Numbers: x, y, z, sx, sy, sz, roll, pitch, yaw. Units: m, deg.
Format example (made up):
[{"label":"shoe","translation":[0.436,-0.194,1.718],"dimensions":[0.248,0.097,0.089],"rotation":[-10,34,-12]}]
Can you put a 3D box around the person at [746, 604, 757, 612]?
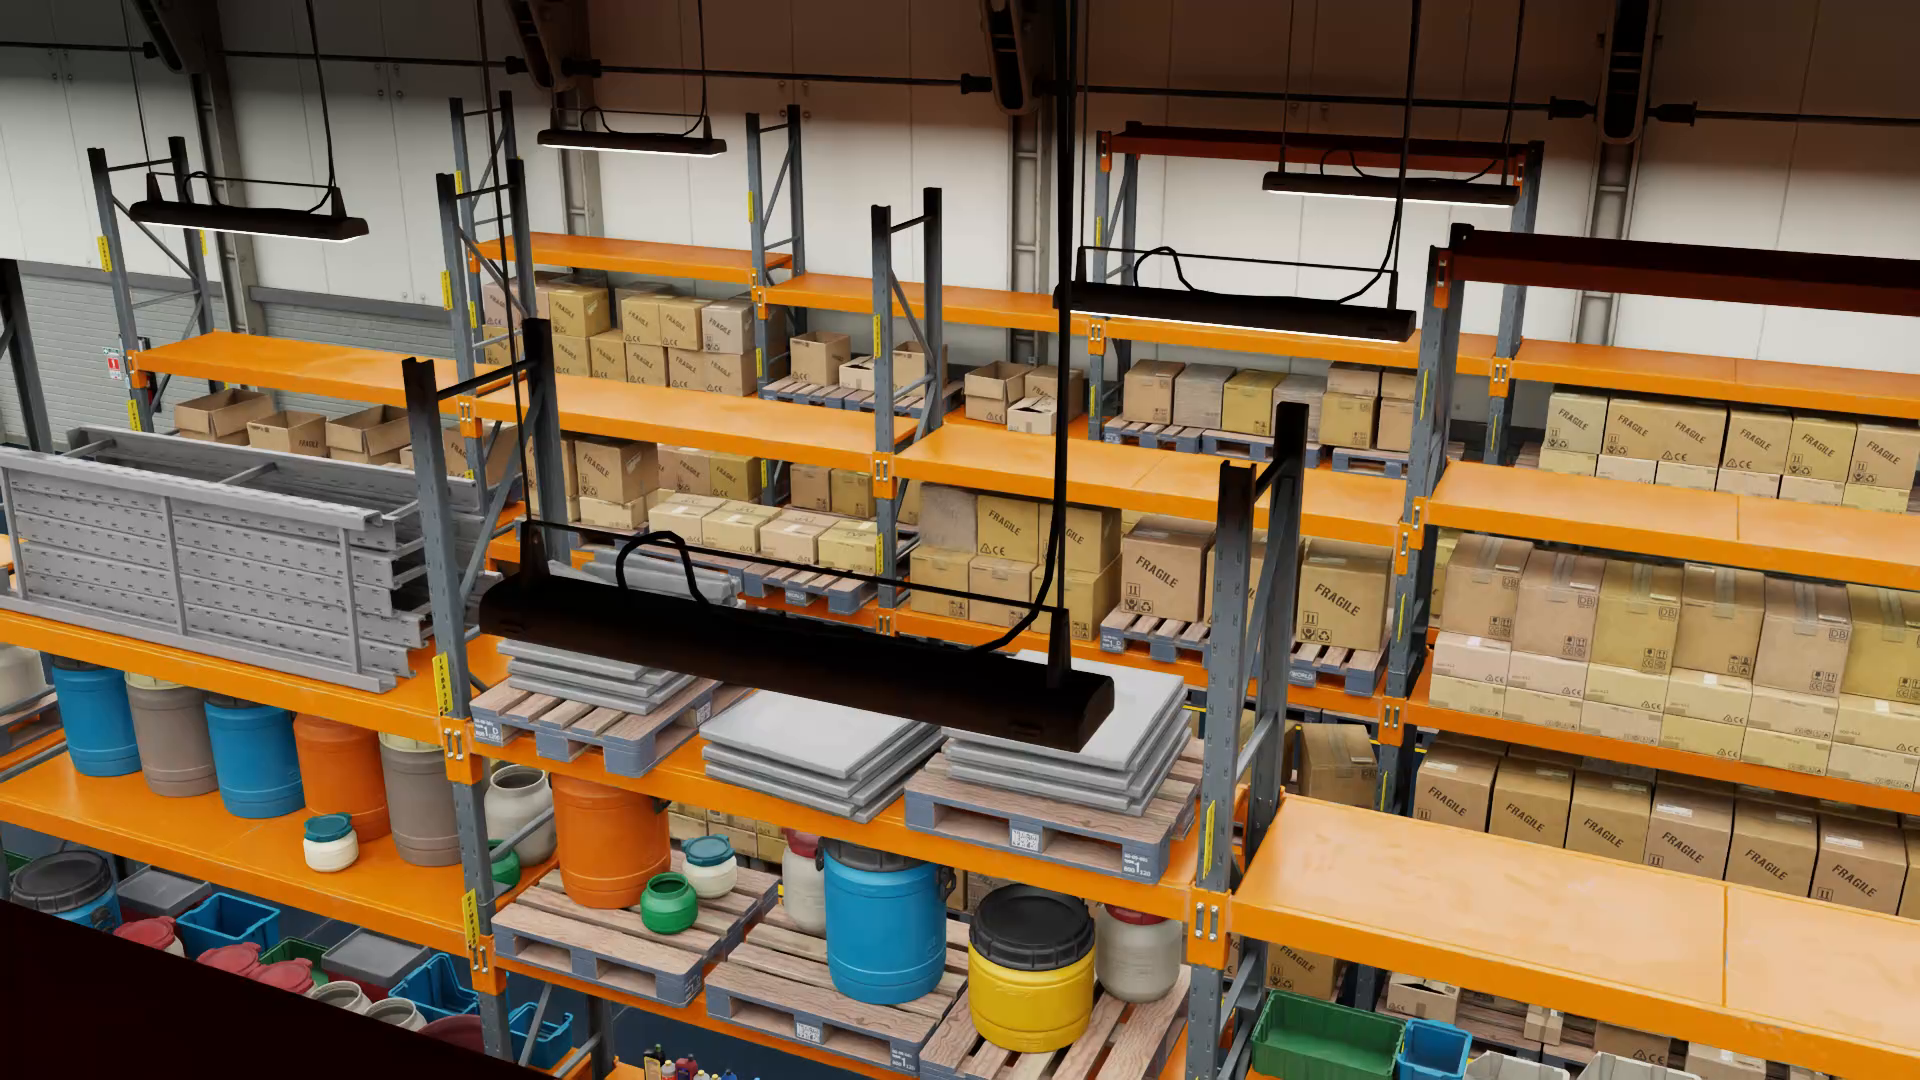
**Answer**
[{"label":"person","translation":[-2.271,1.260,16.864],"dimensions":[0.859,1.800,0.615],"rotation":[5,21,14]}]
